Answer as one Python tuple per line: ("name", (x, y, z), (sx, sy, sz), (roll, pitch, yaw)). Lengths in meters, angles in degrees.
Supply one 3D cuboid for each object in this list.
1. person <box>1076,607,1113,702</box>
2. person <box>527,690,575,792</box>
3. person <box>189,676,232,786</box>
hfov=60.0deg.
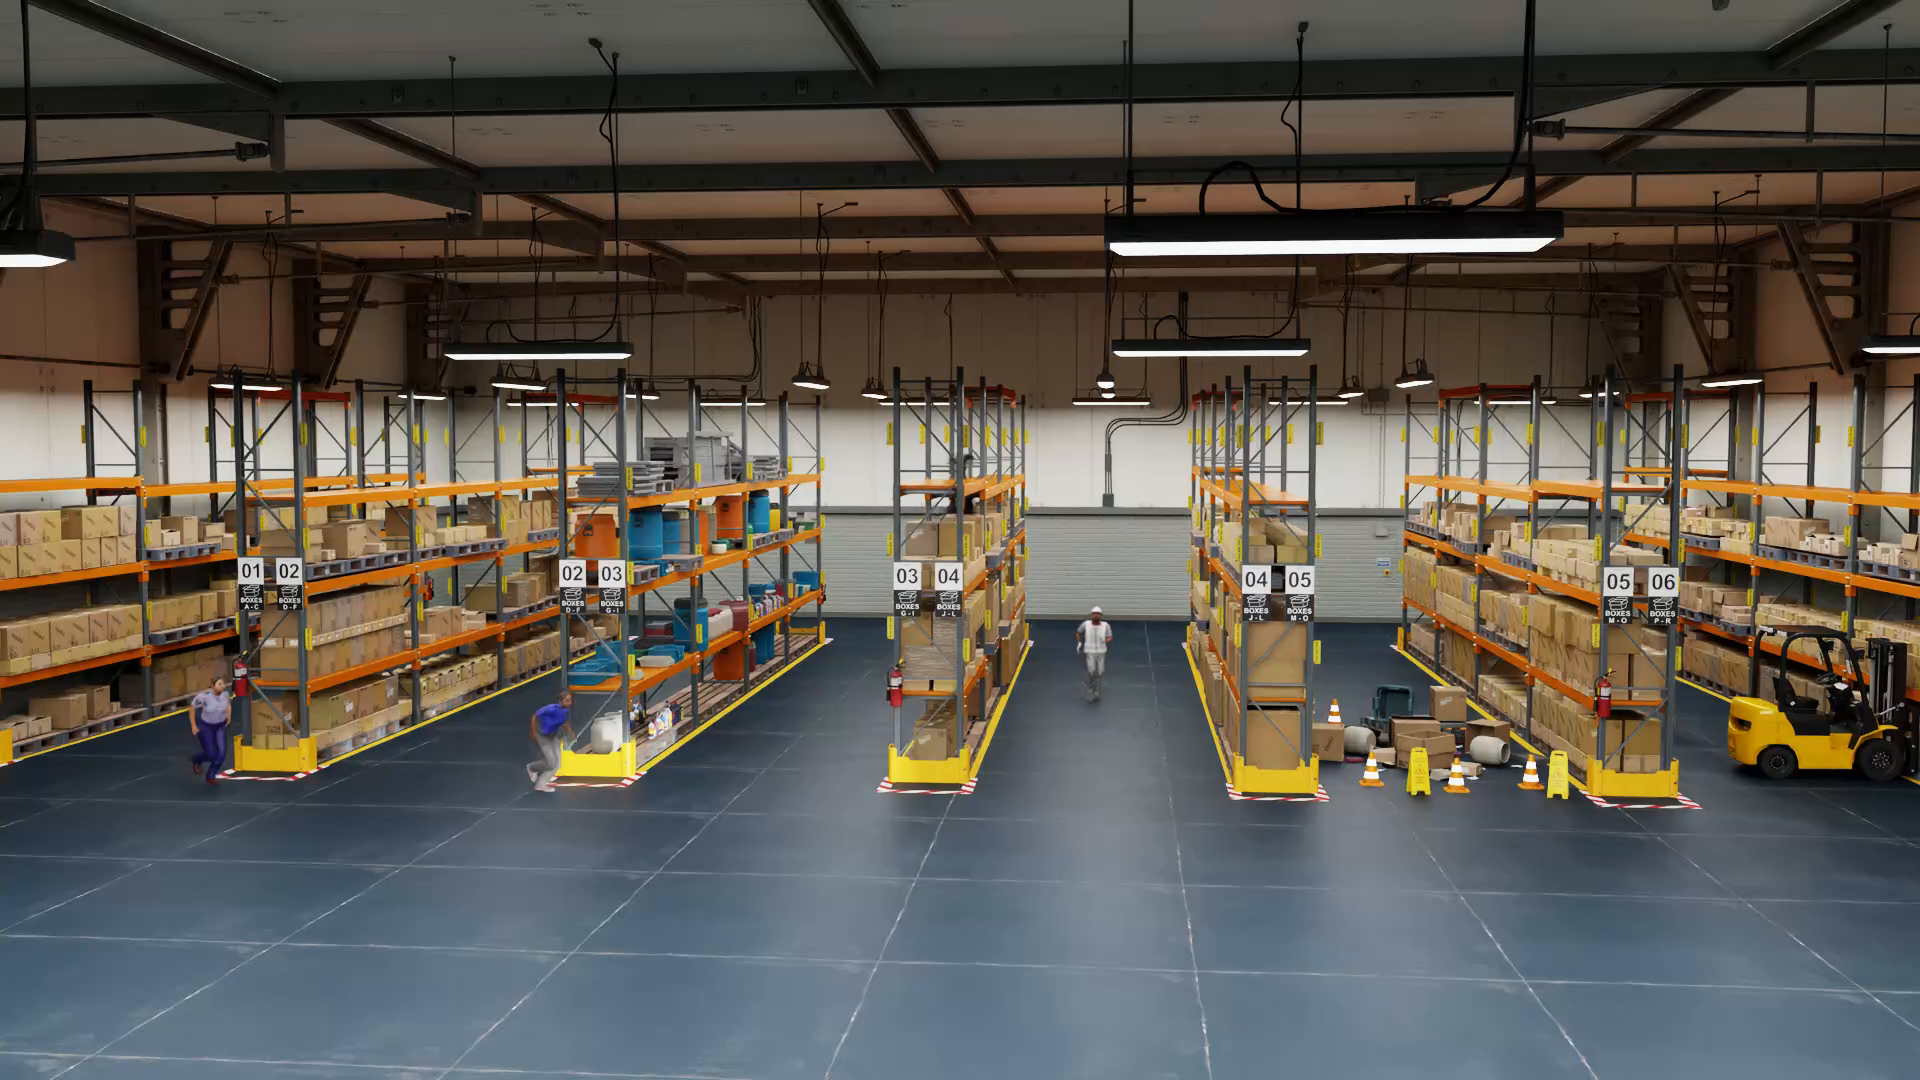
("person", (2.557, 2.160, 31.433), (0.653, 1.792, 0.714), (0, 4, -7))
("person", (-5.781, 2.827, 23.342), (0.787, 1.473, 0.594), (2, 4, 27))
("person", (-10.807, 2.733, 23.976), (0.661, 1.584, 0.600), (2, 4, 32))
